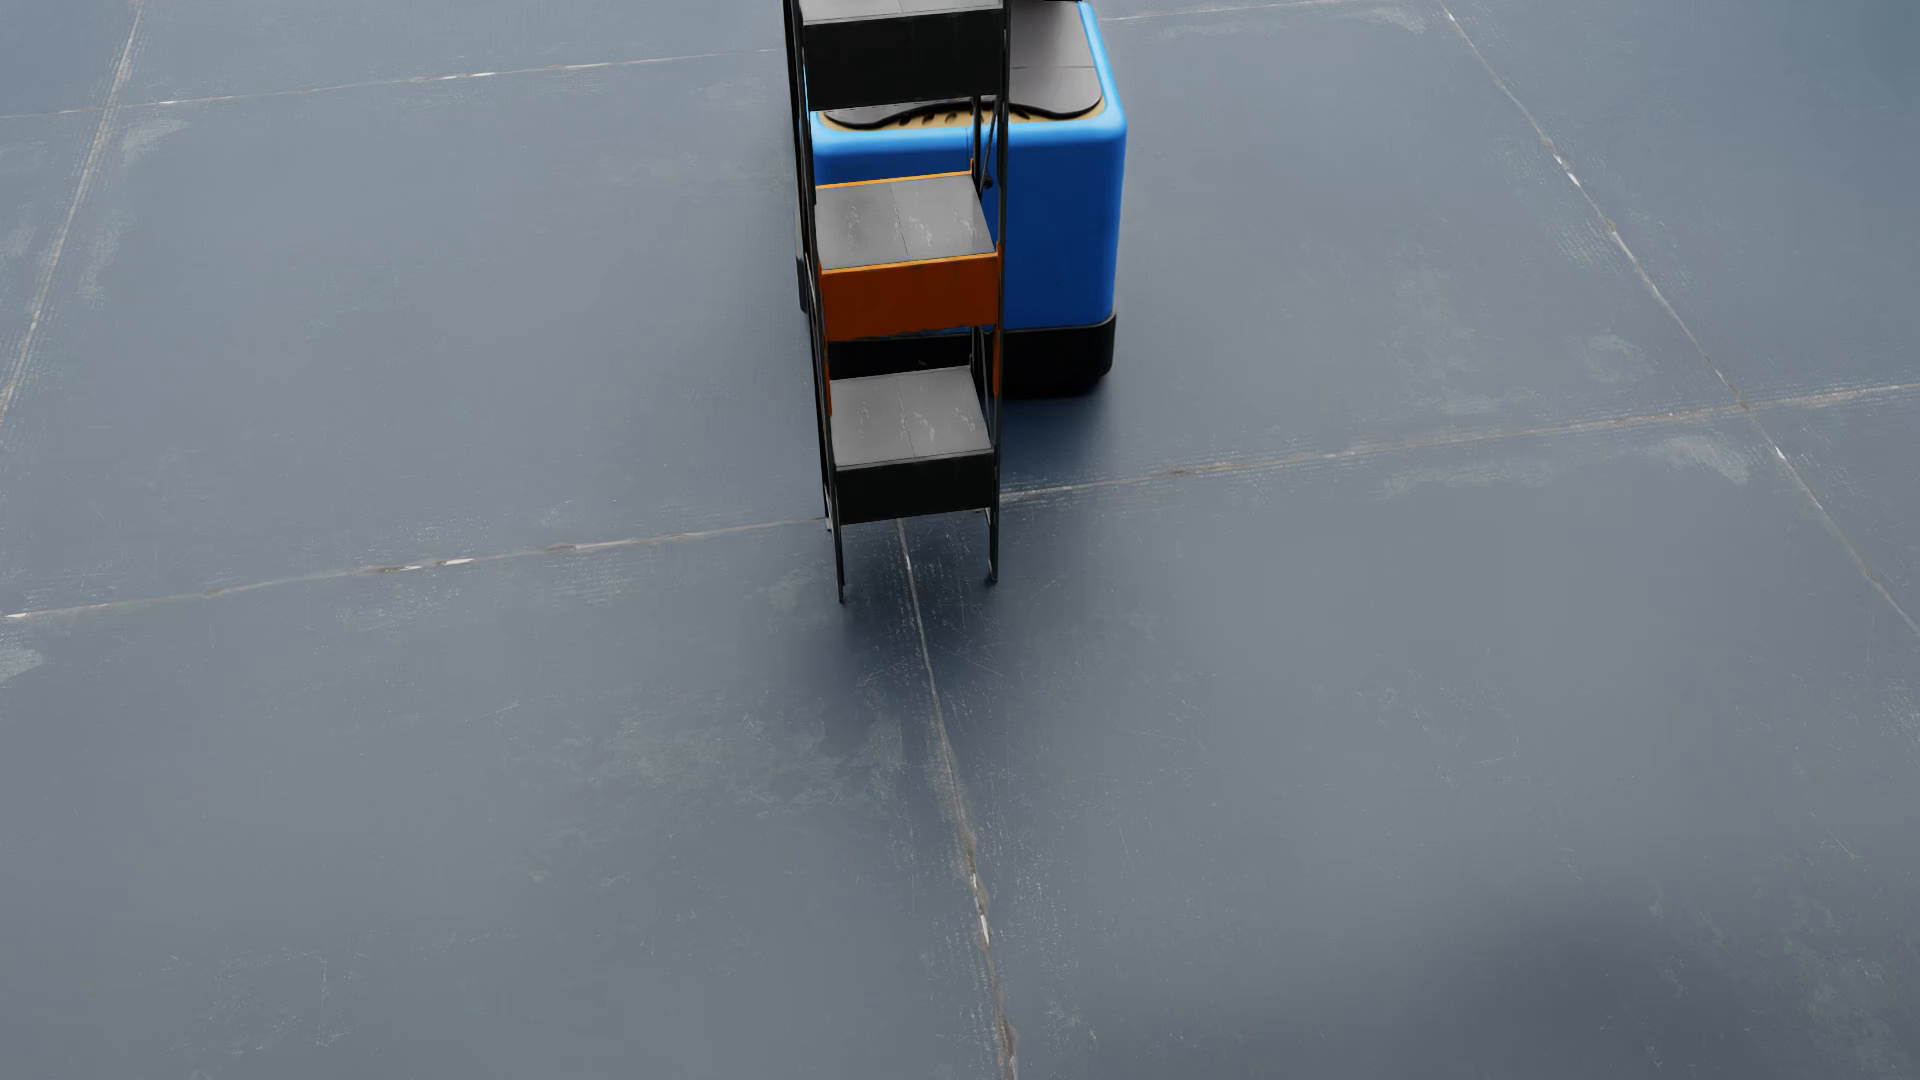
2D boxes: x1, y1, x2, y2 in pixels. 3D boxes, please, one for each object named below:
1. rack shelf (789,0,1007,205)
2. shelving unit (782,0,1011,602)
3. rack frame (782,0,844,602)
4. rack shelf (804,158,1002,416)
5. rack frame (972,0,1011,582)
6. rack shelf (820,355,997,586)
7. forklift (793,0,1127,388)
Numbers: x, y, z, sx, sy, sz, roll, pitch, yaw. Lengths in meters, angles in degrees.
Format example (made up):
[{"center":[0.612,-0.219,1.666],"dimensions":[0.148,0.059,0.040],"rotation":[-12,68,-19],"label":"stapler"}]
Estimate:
[{"center":[-0.163,-1.184,4.104],"dimensions":[0.480,0.518,0.431],"rotation":[-7,46,-7],"label":"rack shelf"},{"center":[-0.163,-0.708,4.598],"dimensions":[0.503,2.100,0.431],"rotation":[-7,46,-7],"label":"shelving unit"},{"center":[-0.404,-0.678,4.569],"dimensions":[0.015,2.100,0.400],"rotation":[-7,46,-7],"label":"rack frame"},{"center":[-0.163,-0.699,4.608],"dimensions":[0.480,0.518,0.431],"rotation":[-7,46,-7],"label":"rack shelf"},{"center":[0.077,-0.738,4.627],"dimensions":[0.015,2.100,0.400],"rotation":[-7,46,-7],"label":"rack frame"},{"center":[-0.163,-0.213,5.112],"dimensions":[0.480,0.518,0.431],"rotation":[-7,46,-7],"label":"rack shelf"},{"center":[-0.119,-2.579,5.823],"dimensions":[1.130,2.935,3.031],"rotation":[-4,46,-4],"label":"forklift"}]
